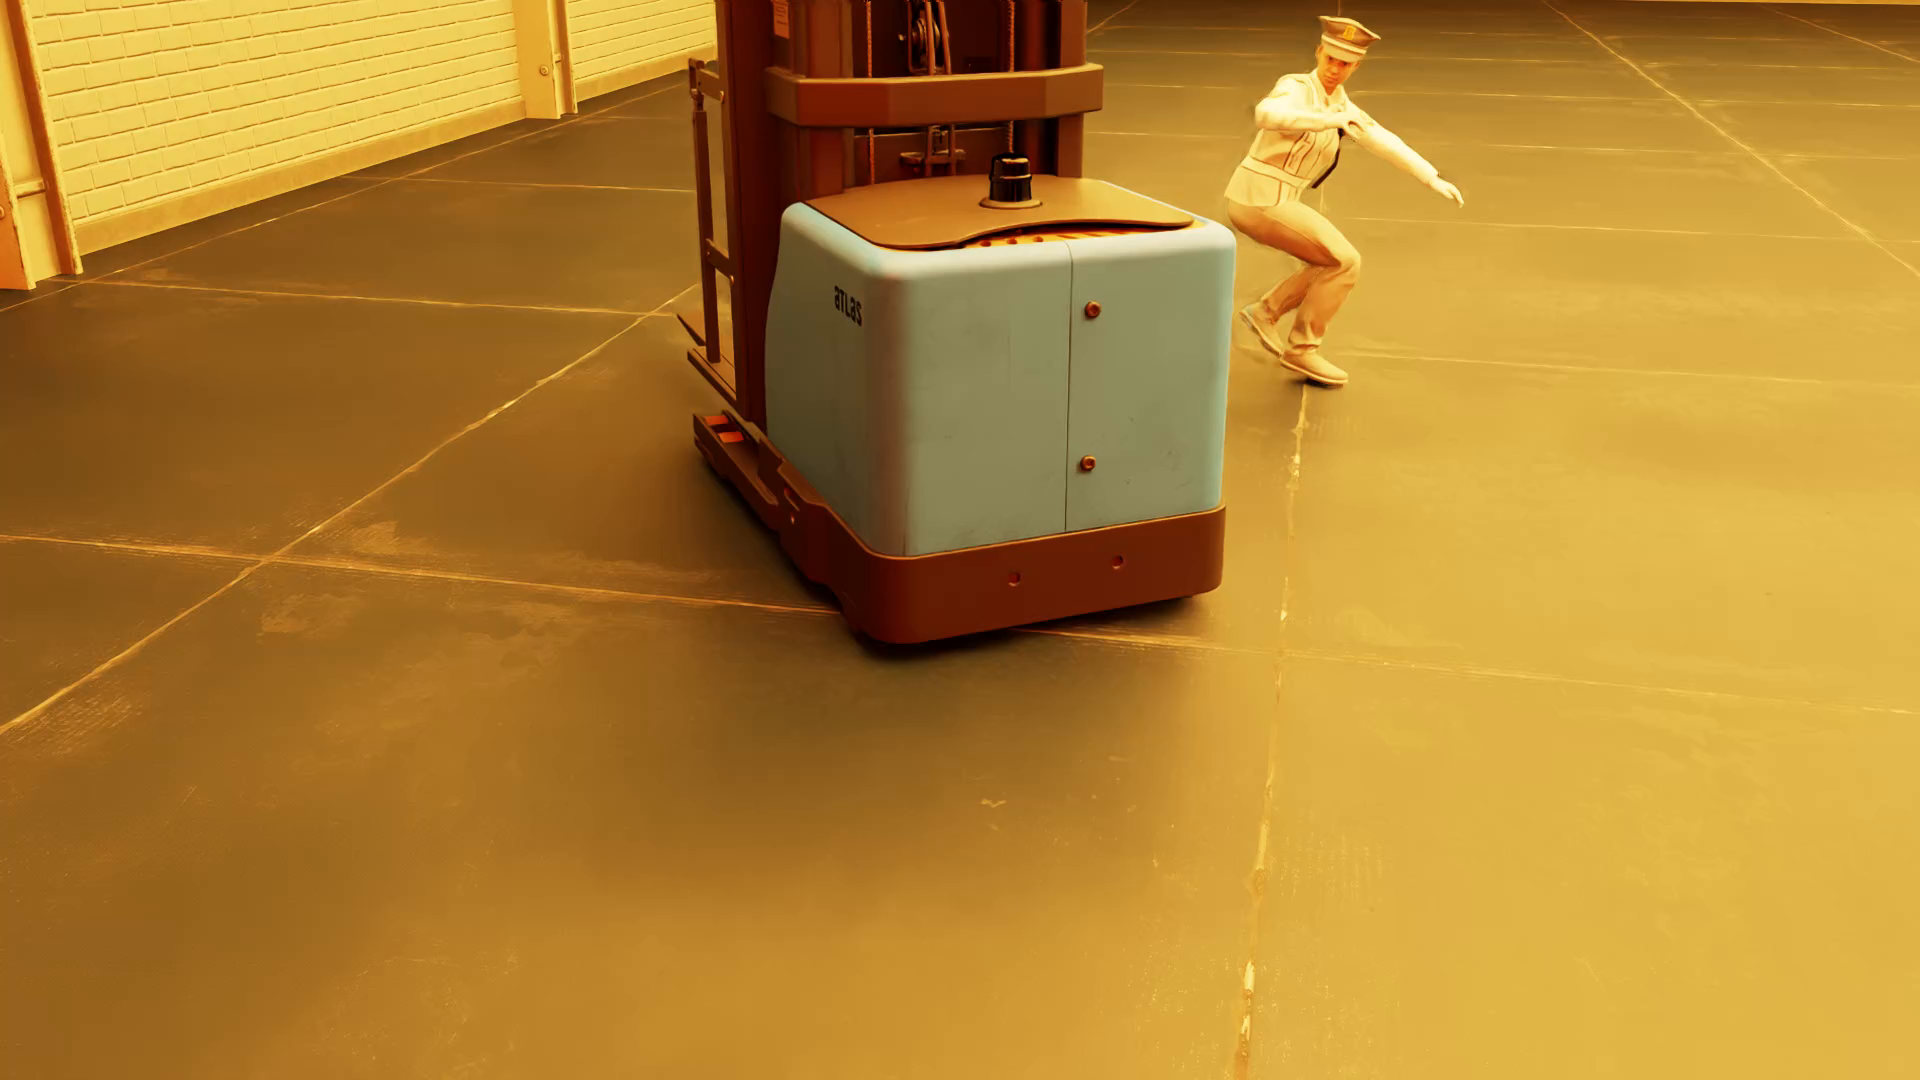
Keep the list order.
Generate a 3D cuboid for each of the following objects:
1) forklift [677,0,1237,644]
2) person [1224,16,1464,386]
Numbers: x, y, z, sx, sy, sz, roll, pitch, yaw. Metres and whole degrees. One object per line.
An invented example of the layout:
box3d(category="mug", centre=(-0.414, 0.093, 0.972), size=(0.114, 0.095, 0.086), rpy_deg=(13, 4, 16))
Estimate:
box3d(category="forklift", centre=(-0.286, -1.613, 5.223), size=(1.130, 2.935, 3.031), rpy_deg=(-9, 24, -20))
box3d(category="person", centre=(1.488, -1.329, 6.560), size=(0.906, 1.394, 0.729), rpy_deg=(9, 24, 21))
